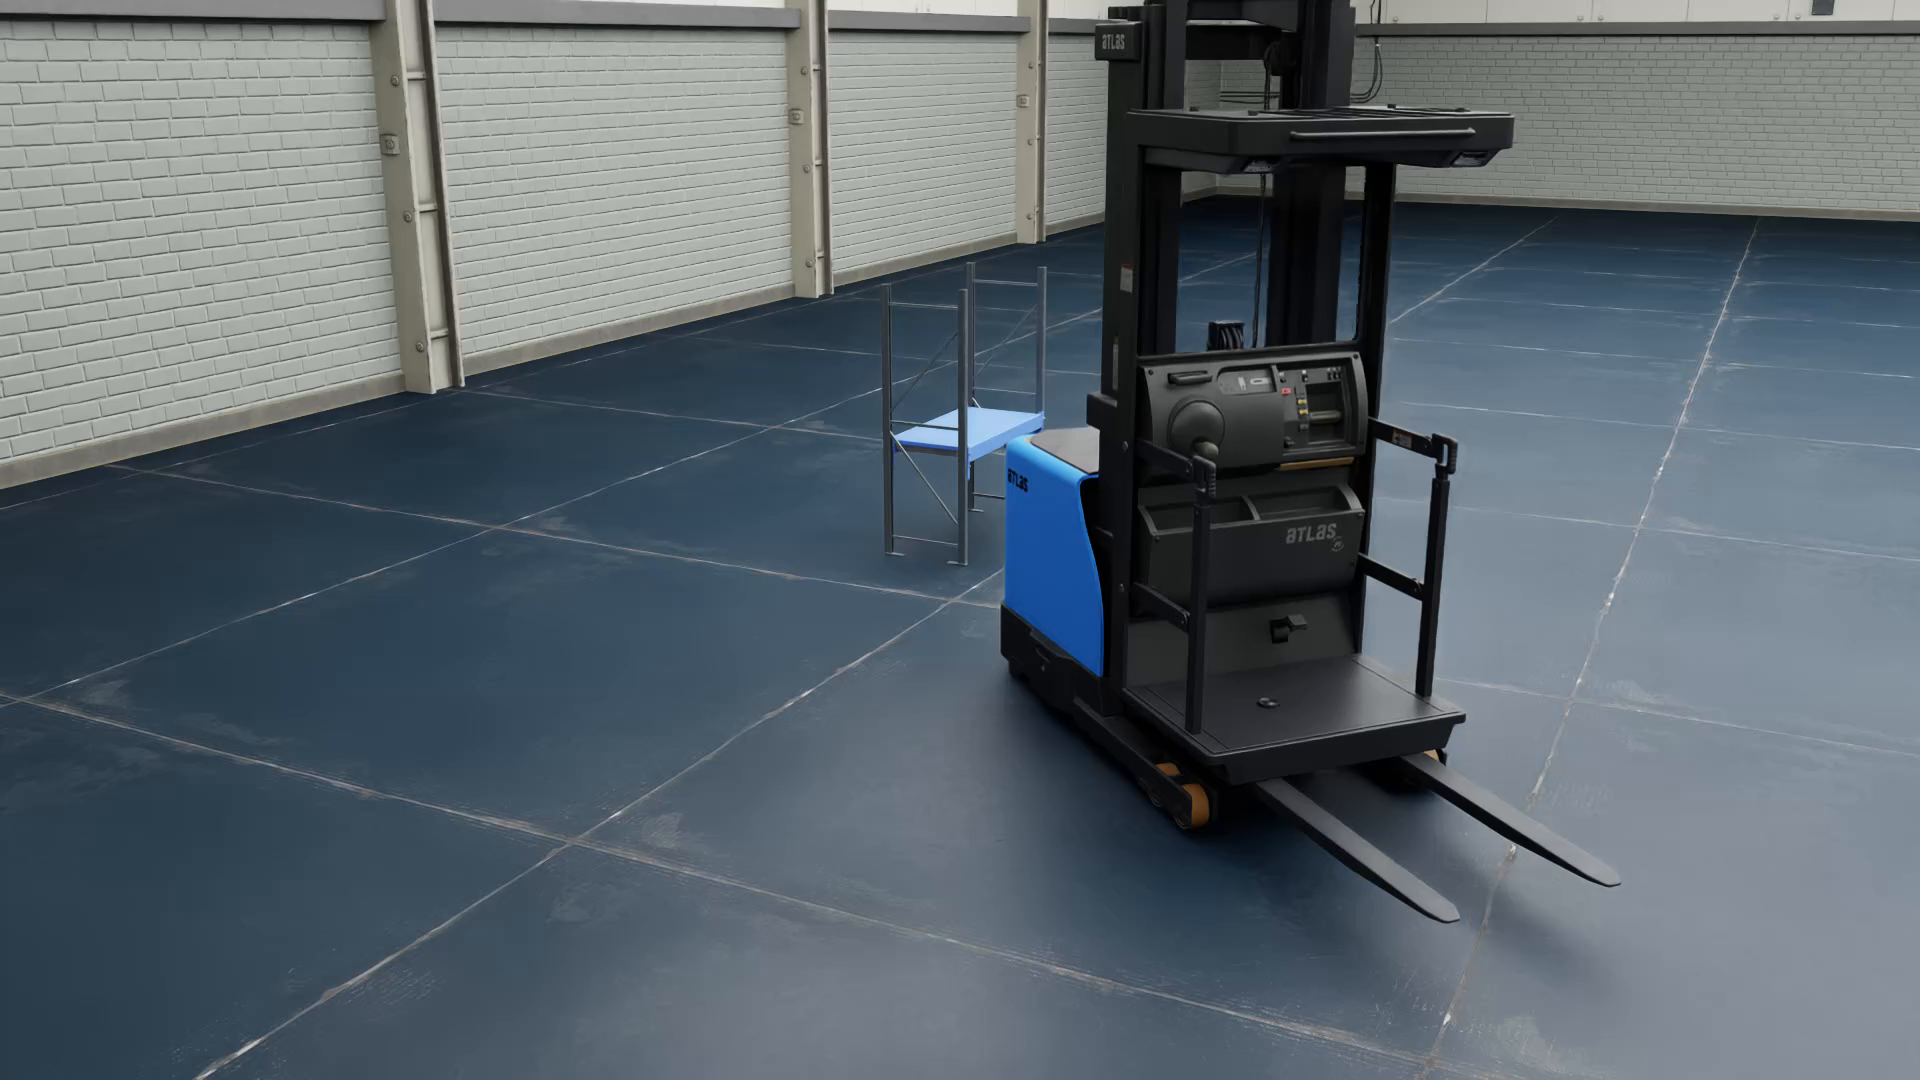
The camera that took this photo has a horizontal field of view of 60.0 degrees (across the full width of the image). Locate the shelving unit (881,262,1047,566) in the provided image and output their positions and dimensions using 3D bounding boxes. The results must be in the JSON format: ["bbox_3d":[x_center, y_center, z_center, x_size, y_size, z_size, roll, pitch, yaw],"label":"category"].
[{"bbox_3d":[0.038,-0.741,9.384,0.538,1.500,1.048,8,18,25],"label":"shelving unit"}]

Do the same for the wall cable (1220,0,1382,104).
[{"bbox_3d":[6.196,-9.249,30.314,3.097,2.526,0.112,8,18,25],"label":"wall cable"}]

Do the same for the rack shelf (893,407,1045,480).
[{"bbox_3d":[0.038,-0.568,9.435,0.538,0.185,1.000,8,18,25],"label":"rack shelf"}]

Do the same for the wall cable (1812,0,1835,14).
[{"bbox_3d":[14.682,-11.156,25.308,2.305,6.003,0.169,8,18,25],"label":"wall cable"}]

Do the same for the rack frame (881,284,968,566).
[{"bbox_3d":[-0.189,-0.611,8.948,0.500,1.500,0.032,8,18,25],"label":"rack frame"}]

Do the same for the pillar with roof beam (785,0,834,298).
[{"bbox_3d":[2.186,-6.551,15.777,9.100,9.000,0.400,8,18,25],"label":"pillar with roof beam"}]

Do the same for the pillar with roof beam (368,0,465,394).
[{"bbox_3d":[-0.495,-5.023,10.631,9.100,9.000,0.400,8,18,25],"label":"pillar with roof beam"}]

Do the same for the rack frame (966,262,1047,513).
[{"bbox_3d":[0.265,-0.870,9.820,0.500,1.500,0.032,8,18,25],"label":"rack frame"}]

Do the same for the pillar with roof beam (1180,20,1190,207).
[{"bbox_3d":[7.548,-9.608,26.068,9.100,9.000,0.400,8,18,25],"label":"pillar with roof beam"}]

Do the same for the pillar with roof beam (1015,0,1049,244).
[{"bbox_3d":[4.867,-8.080,20.922,9.100,9.000,0.400,8,18,25],"label":"pillar with roof beam"}]

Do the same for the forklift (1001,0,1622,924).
[{"bbox_3d":[1.195,-0.495,6.042,1.130,2.935,3.031,-6,18,-21],"label":"forklift"}]
